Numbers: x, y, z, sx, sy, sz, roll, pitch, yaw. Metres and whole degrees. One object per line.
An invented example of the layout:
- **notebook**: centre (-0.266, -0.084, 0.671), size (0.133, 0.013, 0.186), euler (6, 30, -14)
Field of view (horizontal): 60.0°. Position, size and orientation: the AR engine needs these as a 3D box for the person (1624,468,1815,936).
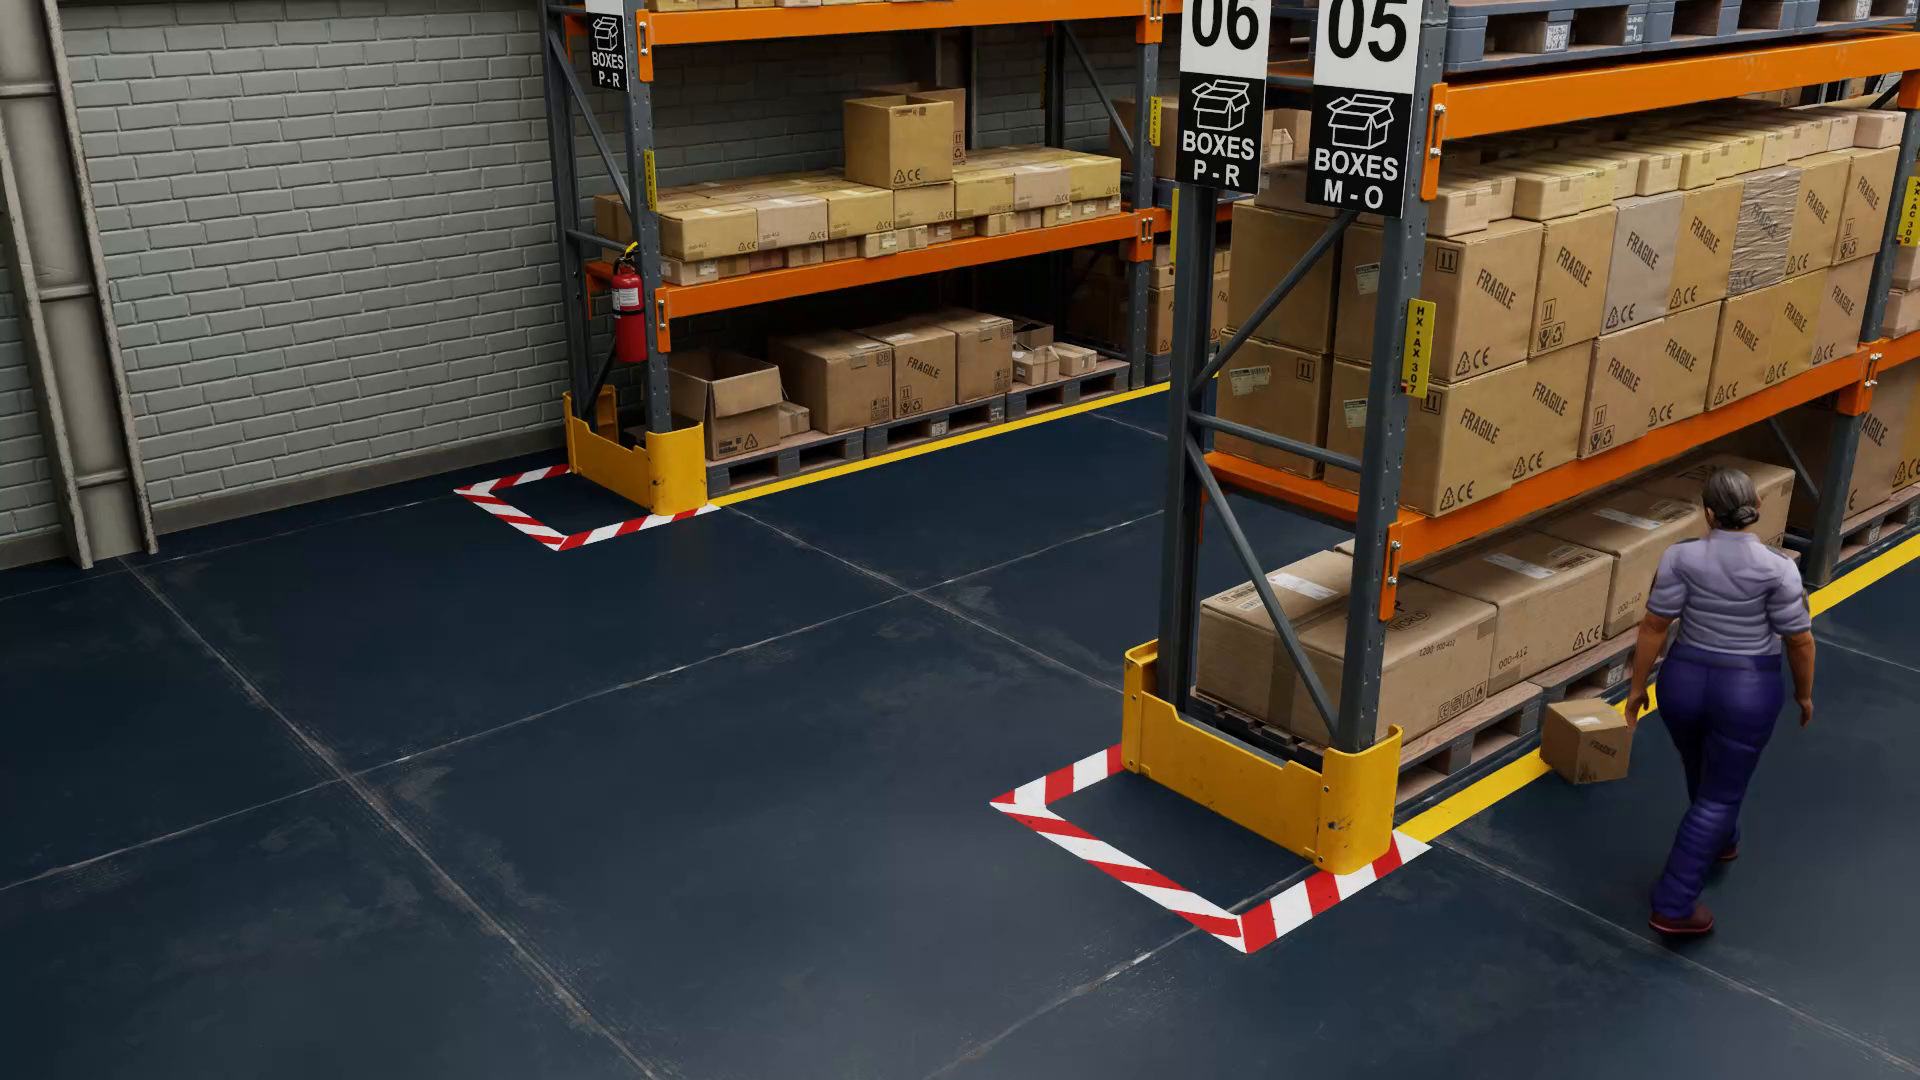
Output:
- **person**: centre (2.661, 0.512, 5.782), size (0.528, 1.588, 0.942), euler (19, 28, 40)
